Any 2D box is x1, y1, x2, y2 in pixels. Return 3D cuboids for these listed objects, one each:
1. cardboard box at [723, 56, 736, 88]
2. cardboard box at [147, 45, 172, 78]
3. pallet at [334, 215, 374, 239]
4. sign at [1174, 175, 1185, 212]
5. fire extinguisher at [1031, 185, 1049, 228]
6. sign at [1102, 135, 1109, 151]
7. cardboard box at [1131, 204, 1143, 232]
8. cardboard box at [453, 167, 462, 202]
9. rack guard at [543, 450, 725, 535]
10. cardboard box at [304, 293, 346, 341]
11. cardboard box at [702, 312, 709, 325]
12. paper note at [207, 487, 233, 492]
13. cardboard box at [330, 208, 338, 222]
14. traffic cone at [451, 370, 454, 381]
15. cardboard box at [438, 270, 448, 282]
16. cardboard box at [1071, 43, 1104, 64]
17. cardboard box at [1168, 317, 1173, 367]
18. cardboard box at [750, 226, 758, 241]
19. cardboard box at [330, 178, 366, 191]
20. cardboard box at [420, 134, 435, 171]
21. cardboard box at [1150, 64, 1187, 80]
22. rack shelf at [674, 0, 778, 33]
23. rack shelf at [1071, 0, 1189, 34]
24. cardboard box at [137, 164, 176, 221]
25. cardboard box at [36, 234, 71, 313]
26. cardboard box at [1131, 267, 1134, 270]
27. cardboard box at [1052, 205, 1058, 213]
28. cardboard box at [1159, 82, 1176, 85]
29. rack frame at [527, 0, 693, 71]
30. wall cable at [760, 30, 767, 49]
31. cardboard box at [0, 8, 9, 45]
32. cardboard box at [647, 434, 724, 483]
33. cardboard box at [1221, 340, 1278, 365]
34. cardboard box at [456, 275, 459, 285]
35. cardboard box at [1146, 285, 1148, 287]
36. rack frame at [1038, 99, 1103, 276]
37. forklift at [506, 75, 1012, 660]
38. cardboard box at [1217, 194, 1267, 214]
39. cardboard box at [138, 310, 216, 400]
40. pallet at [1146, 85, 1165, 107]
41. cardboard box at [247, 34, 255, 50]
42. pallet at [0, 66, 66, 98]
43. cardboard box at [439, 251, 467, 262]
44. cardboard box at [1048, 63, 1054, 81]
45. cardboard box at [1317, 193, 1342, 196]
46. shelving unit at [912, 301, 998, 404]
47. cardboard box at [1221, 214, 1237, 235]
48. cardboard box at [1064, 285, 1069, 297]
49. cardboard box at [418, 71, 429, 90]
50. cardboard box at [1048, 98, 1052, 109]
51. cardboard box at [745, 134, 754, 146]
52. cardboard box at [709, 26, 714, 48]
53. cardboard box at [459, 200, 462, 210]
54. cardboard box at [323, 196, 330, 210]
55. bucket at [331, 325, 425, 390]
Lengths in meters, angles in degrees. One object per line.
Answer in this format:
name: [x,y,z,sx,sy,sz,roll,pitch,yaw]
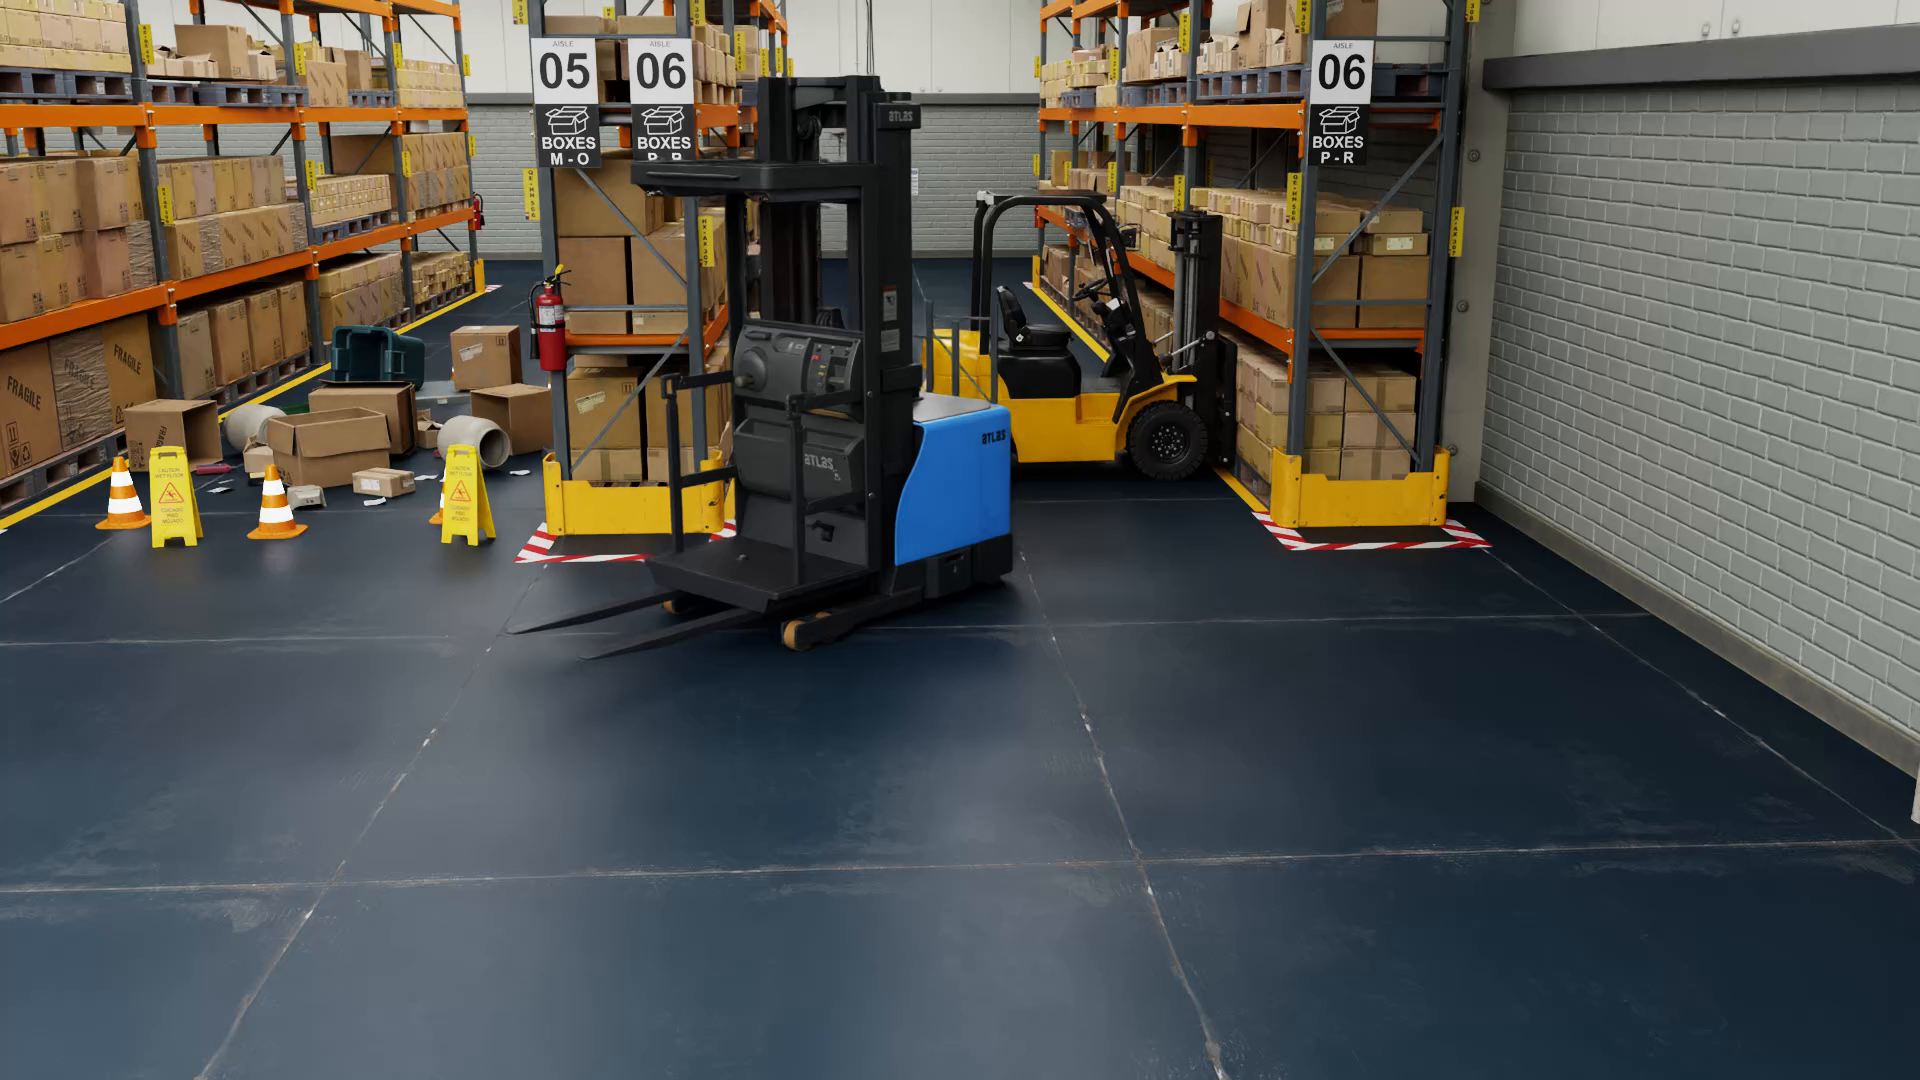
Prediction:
cardboard box: [-2.149,-3.929,13.960,0.500,0.250,0.500,-1,14,-4]
cardboard box: [-7.708,-4.503,15.623,0.500,0.311,0.500,-1,14,-5]
pallet: [-7.791,-3.803,20.171,1.003,0.211,1.213,-1,14,-3]
sign: [1.967,-3.100,14.889,0.100,0.325,0.005,-1,14,-3]
fire extinguisher: [1.294,-5.384,26.835,0.296,0.674,0.183,-1,14,-3]
sign: [2.320,-6.290,26.495,0.100,0.325,0.005,-1,14,-3]
cardboard box: [2.088,-3.383,17.454,0.500,0.250,0.500,-1,14,-5]
cardboard box: [-7.812,-5.350,25.002,0.500,0.500,0.500,-1,14,-4]
rack guard: [-2.203,-0.324,11.283,1.175,0.500,0.348,-1,14,-3]
cardboard box: [-7.417,-2.576,19.194,0.500,0.500,0.500,-2,15,-6]
cardboard box: [-1.978,-1.612,11.774,0.380,0.149,0.250,-1,14,-5]
paper note: [-5.532,-0.381,12.450,0.144,0.017,0.142,4,15,16]
cardboard box: [-7.506,-3.801,19.440,0.380,0.149,0.250,0,14,-1]
traffic cone: [-4.936,-1.625,16.415,0.336,0.463,0.334,-1,14,-3]
cardboard box: [-7.685,-3.843,24.226,0.380,0.149,0.250,-1,14,-3]
cardboard box: [1.683,-6.425,21.990,0.396,0.266,0.258,-1,14,-4]
cardboard box: [2.465,-1.771,15.813,0.875,0.625,0.625,0,14,-1]
cardboard box: [-2.218,-3.059,16.558,0.380,0.149,0.250,0,14,-1]
cardboard box: [-7.596,-4.414,20.630,0.380,0.149,0.250,-1,14,-5]
cardboard box: [-7.708,-5.446,23.368,0.500,0.500,0.500,-1,14,-3]
cardboard box: [2.089,-4.632,16.448,0.380,0.149,0.250,-1,14,-4]
rack shelf: [-2.817,-6.366,19.956,1.077,0.370,4.000,-1,14,-3]
rack shelf: [2.136,-6.444,20.257,1.077,0.370,4.000,-1,14,-3]
cardboard box: [-7.417,-3.065,14.712,0.700,0.500,0.500,-1,14,-4]
cardboard box: [-7.240,-1.987,12.429,0.875,0.550,0.500,-1,14,-3]
cardboard box: [2.374,-3.539,21.634,0.380,0.149,0.250,0,14,-2]
cardboard box: [1.578,-4.979,24.860,0.380,0.149,0.250,-1,14,-2]
cardboard box: [2.476,-5.251,18.895,0.380,0.149,0.250,-1,14,-3]
rack frame: [-2.198,-4.421,10.150,1.000,3.000,0.127,-1,14,-3]
wall cable: [-3.823,-9.811,31.097,0.463,3.000,0.029,-1,14,-3]
cardboard box: [-6.970,-3.566,11.506,0.500,0.250,0.500,-1,14,-4]
cardboard box: [-1.972,-0.592,11.984,0.500,0.250,0.500,-1,14,-4]
cardboard box: [2.314,-1.437,13.262,0.500,0.250,0.500,-1,14,-5]
cardboard box: [-7.835,-3.959,25.272,0.380,0.149,0.250,-1,14,-4]
cardboard box: [2.503,-2.807,20.091,0.500,0.500,0.500,-1,14,-3]
rack frame: [1.765,-5.572,26.665,1.000,3.000,0.127,-1,14,-3]
forklift: [-1.035,-0.974,8.928,1.130,2.935,3.031,12,19,40]
cardboard box: [2.319,-2.754,13.612,0.380,0.149,0.250,-1,14,-4]
cardboard box: [-7.508,-1.676,15.192,1.050,0.750,0.750,-1,14,-4]
pallet: [2.464,-4.499,16.850,1.003,0.211,1.213,0,14,-1]
cardboard box: [-7.912,-5.372,18.130,0.396,0.266,0.258,-1,14,-3]
pallet: [-7.267,-3.312,12.039,1.003,0.211,1.213,-1,14,-3]
cardboard box: [-7.838,-4.376,25.701,0.380,0.149,0.250,-1,14,-3]
cardboard box: [1.599,-6.973,24.789,0.500,0.250,0.500,-1,14,-4]
cardboard box: [2.908,-2.765,13.655,0.380,0.149,0.250,-1,14,-4]
shelving unit: [-0.115,-0.763,10.981,0.587,1.500,1.083,4,15,14]
cardboard box: [2.316,-2.549,13.409,0.380,0.149,0.250,-1,14,-5]
cardboard box: [1.685,-3.534,23.622,0.380,0.149,0.250,-1,14,-5]
cardboard box: [-7.709,-6.393,23.133,0.500,0.250,0.500,-1,14,-2]
cardboard box: [1.530,-6.563,25.000,0.380,0.149,0.250,-1,14,-4]
cardboard box: [-2.792,-5.556,23.091,0.380,0.149,0.250,-1,14,-4]
cardboard box: [-1.988,-3.640,12.038,0.380,0.149,0.250,0,14,-2]
cardboard box: [-7.843,-5.133,25.459,0.380,0.149,0.250,-1,14,-4]
cardboard box: [-7.496,-3.887,19.177,0.380,0.149,0.250,-1,14,-5]
bucket: [-5.070,-1.562,14.595,0.726,0.611,0.620,4,5,16]
